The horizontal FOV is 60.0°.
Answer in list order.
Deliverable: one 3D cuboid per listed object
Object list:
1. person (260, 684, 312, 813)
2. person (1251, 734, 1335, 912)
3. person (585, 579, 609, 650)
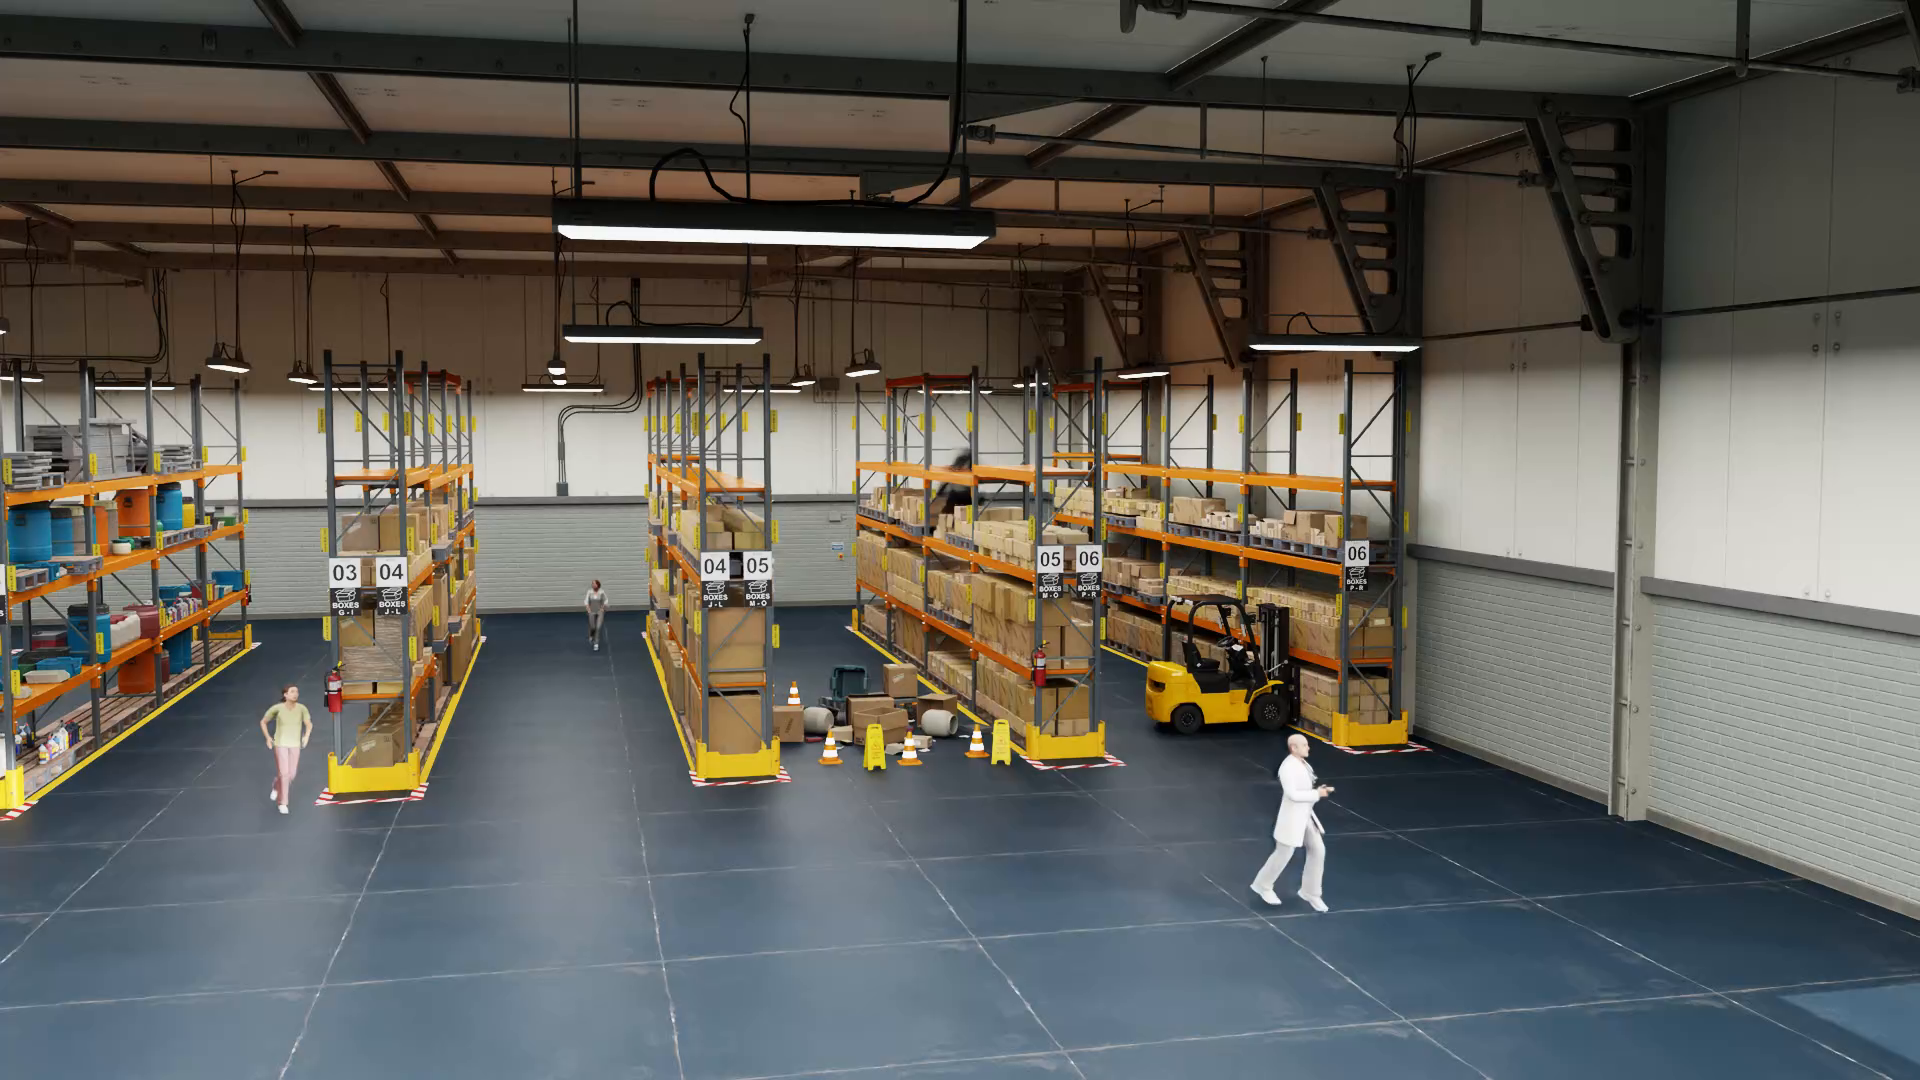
[{"bbox_3d":[-8.780,2.696,21.705,0.624,1.626,0.662,-3,5,-38],"label":"person"},{"bbox_3d":[3.438,2.922,17.148,0.882,1.862,0.692,3,5,34],"label":"person"},{"bbox_3d":[-8.080,1.658,36.990,0.527,1.569,0.528,-1,4,-9],"label":"person"}]
